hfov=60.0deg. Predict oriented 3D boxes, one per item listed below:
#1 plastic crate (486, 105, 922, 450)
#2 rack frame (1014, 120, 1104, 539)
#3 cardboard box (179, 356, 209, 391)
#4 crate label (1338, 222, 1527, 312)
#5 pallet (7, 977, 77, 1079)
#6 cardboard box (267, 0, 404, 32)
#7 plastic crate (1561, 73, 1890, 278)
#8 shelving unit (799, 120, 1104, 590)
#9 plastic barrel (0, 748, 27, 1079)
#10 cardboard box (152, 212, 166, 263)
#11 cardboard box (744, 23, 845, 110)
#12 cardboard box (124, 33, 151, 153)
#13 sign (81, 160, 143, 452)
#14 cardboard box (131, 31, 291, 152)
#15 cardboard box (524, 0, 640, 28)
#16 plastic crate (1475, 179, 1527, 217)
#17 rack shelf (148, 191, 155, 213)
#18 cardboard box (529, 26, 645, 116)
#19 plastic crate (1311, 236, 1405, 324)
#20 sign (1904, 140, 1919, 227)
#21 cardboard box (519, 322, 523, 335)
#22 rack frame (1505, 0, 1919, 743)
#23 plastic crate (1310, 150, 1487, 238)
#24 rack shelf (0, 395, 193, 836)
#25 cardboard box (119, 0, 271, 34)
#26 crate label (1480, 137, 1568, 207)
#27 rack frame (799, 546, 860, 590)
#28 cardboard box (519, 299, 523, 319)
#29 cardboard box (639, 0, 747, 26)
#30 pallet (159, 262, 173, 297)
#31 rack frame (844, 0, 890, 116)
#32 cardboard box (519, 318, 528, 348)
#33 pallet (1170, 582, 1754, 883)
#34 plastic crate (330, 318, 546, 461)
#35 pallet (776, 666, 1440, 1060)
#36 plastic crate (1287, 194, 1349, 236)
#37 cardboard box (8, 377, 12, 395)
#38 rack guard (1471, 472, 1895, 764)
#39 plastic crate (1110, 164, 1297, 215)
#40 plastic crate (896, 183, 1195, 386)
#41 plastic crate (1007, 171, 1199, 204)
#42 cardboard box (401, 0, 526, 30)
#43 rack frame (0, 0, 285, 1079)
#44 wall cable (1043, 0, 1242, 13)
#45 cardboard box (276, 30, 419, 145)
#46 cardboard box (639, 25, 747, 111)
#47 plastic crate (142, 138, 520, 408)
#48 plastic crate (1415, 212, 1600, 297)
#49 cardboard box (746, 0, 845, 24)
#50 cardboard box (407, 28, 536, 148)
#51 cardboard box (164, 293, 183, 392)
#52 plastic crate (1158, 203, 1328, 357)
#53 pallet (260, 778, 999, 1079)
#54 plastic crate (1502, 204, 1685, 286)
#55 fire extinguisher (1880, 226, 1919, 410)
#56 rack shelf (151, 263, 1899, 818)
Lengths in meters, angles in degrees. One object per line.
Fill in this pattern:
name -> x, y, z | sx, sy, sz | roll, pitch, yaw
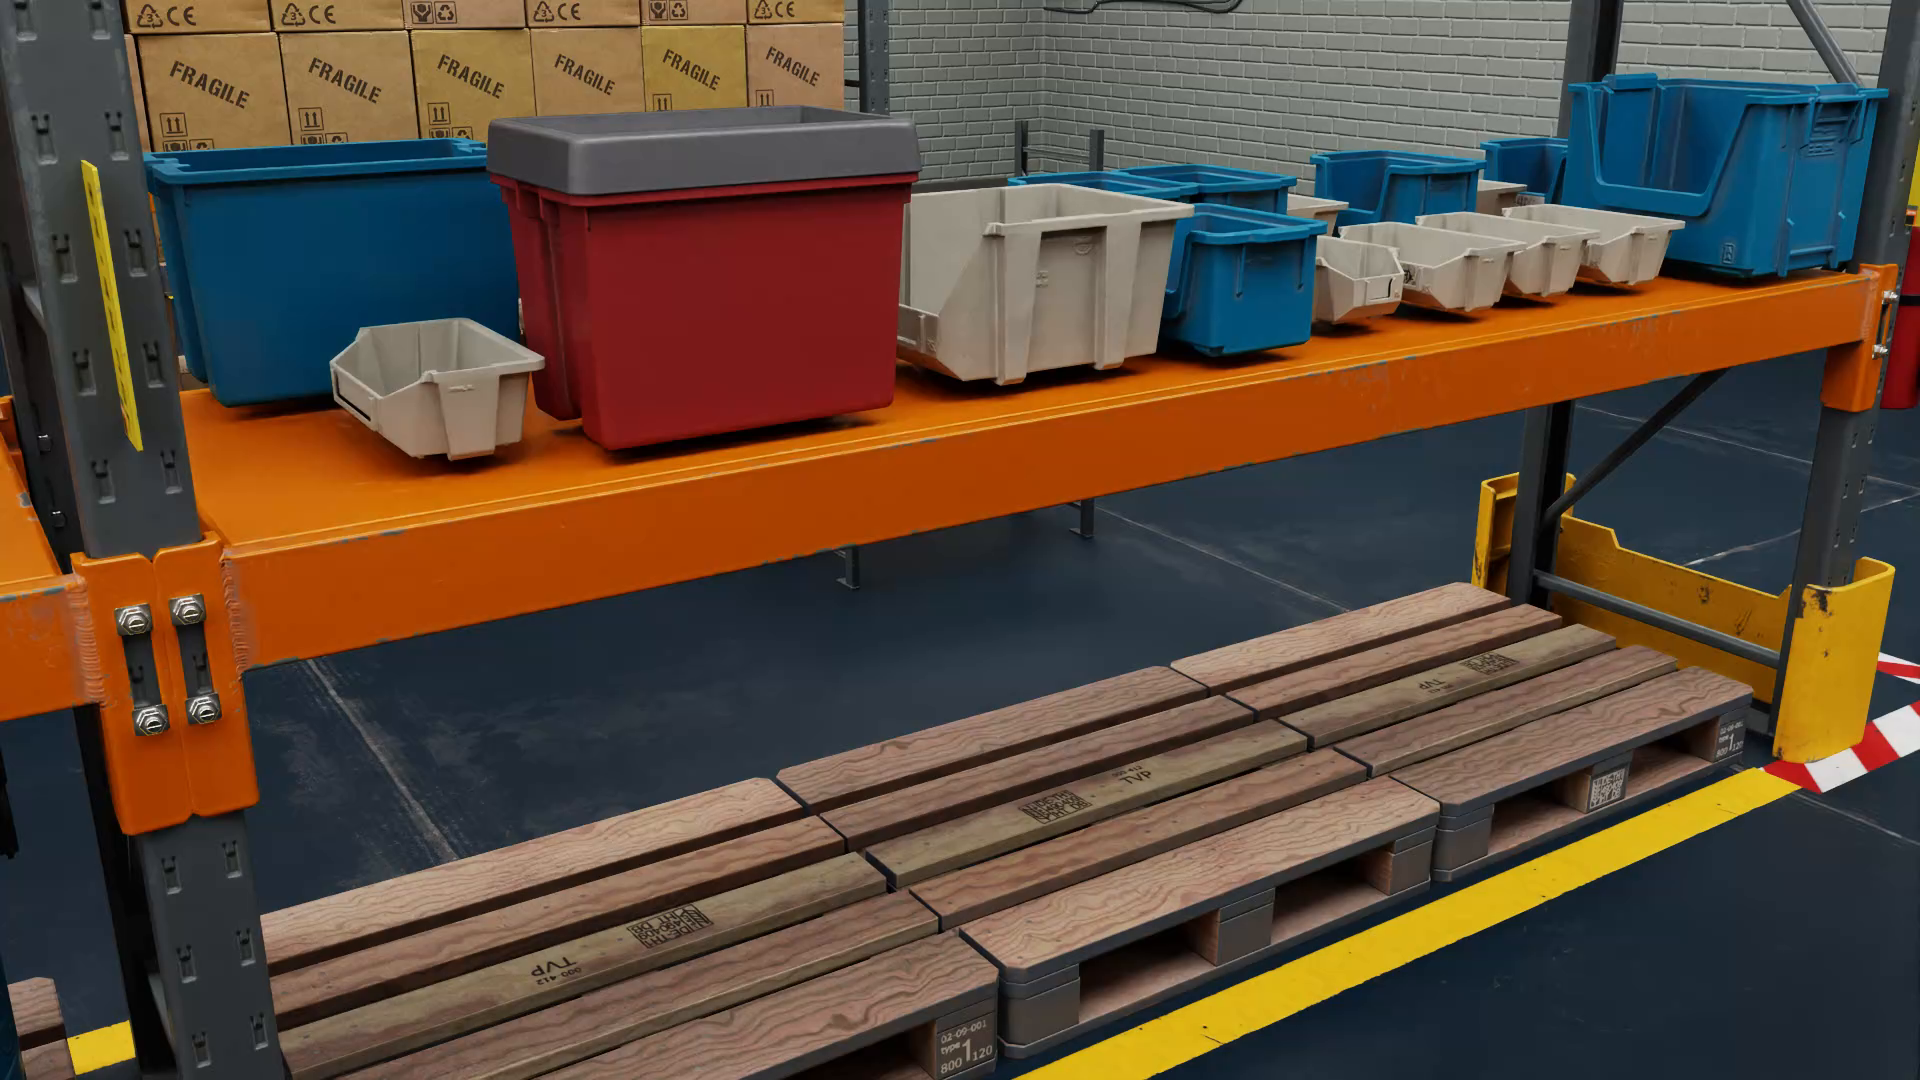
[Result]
plastic crate -> -0.400, -0.435, 2.654 | 0.583, 0.464, 0.402 | -12, 22, -31
rack frame -> 0.353, -0.785, 6.225 | 0.032, 1.500, 0.500 | -12, 22, -31
cardboard box -> -3.404, -0.728, 7.478 | 0.250, 0.149, 0.380 | -12, 22, -31
crate label -> 1.007, -0.599, 3.651 | 0.243, 0.136, 0.396 | -12, 22, -31
pallet -> -1.951, 1.160, 2.484 | 1.213, 0.211, 1.003 | -12, 22, -31
cardboard box -> -2.596, -2.322, 6.711 | 0.500, 0.500, 0.500 | -13, 22, -33
plastic crate -> 1.881, -0.927, 4.153 | 0.499, 0.435, 0.616 | -12, 22, -31
shelving unit -> -0.071, -0.695, 5.960 | 1.048, 1.500, 0.538 | -12, 22, -31
plastic barrel -> -1.747, 0.600, 2.406 | 0.708, 0.901, 0.600 | -12, 22, -31
cardboard box -> -5.630, -2.143, 11.146 | 0.500, 0.500, 0.700 | -12, 22, -32
cardboard box -> -0.888, -2.212, 7.947 | 0.500, 0.500, 0.500 | -11, 22, -30
cardboard box -> -3.429, -1.676, 6.362 | 0.500, 0.500, 0.500 | -11, 22, -30
sign -> -0.982, -0.270, 1.926 | 0.005, 0.325, 0.100 | -12, 22, -31
cardboard box -> -3.003, -1.767, 6.631 | 0.500, 0.500, 0.500 | -11, 22, -30
cardboard box -> -1.736, -2.503, 7.249 | 0.500, 0.500, 0.500 | -11, 22, -30
plastic crate -> 1.357, -0.904, 4.554 | 0.298, 0.136, 0.250 | -12, 22, -31
rack shelf -> -2.334, -1.623, 7.485 | 4.000, 0.370, 1.077 | -12, 22, -31
cardboard box -> -1.739, -2.033, 7.419 | 0.500, 0.500, 0.500 | -12, 22, -31
plastic crate -> 0.770, -0.542, 3.483 | 0.250, 0.136, 0.298 | -12, 22, -31
sign -> 2.374, -0.923, 4.038 | 0.005, 0.325, 0.100 | -12, 22, -31
cardboard box -> -2.438, -0.970, 7.640 | 0.637, 0.503, 0.797 | -12, 22, -31
rack frame -> 2.057, -0.990, 4.491 | 0.127, 3.000, 1.000 | -12, 22, -31
plastic crate -> 1.120, -0.868, 4.297 | 0.300, 0.233, 0.416 | -12, 22, -31
rack shelf -> -2.954, 0.407, 1.480 | 4.000, 0.370, 1.077 | -12, 22, -31
cardboard box -> -3.025, -2.231, 6.444 | 0.500, 0.500, 0.500 | -13, 22, -33
crate label -> 1.670, -0.984, 4.640 | 0.303, 0.233, 0.416 | -12, 22, -31
rack frame -> -0.496, -0.606, 5.695 | 0.032, 1.500, 0.500 | -12, 22, -31
cardboard box -> -2.109, -1.026, 8.202 | 0.500, 0.250, 0.500 | -12, 22, -31
cardboard box -> -1.306, -2.596, 7.522 | 0.500, 0.500, 0.500 | -11, 22, -30
pallet -> -5.034, -1.944, 11.666 | 1.213, 0.211, 1.003 | -12, 22, -31
rack frame -> -0.664, -2.316, 8.412 | 0.127, 3.000, 1.000 | -12, 22, -31
cardboard box -> -1.792, -0.901, 7.832 | 0.500, 0.250, 0.500 | -12, 22, -31
pallet -> 1.347, 0.465, 4.539 | 1.213, 0.211, 1.003 | -12, 22, -31
plastic crate -> -0.816, -0.233, 2.569 | 0.243, 0.136, 0.396 | -12, 22, -31
pallet -> 0.329, 0.679, 3.907 | 1.213, 0.211, 1.003 | -12, 22, -31
plastic crate -> 0.790, -0.785, 4.200 | 0.298, 0.136, 0.250 | -12, 22, -31
cardboard box -> -3.535, -0.562, 6.736 | 0.500, 0.311, 0.500 | -12, 22, -31
rack guard -> 2.070, 0.186, 4.914 | 0.348, 0.500, 1.175 | -12, 22, -31
plastic crate -> 0.571, -0.752, 3.954 | 0.300, 0.233, 0.416 | -12, 22, -31
plastic crate -> 0.093, -0.478, 3.066 | 0.530, 0.282, 0.437 | -12, 22, -31
plastic crate -> 0.320, -0.699, 3.798 | 0.300, 0.233, 0.416 | -12, 22, -31
cardboard box -> -2.165, -2.413, 6.981 | 0.500, 0.500, 0.500 | -11, 22, -30
rack frame -> -1.283, -0.286, 2.407 | 0.127, 3.000, 1.000 | -12, 22, -31
wall cable -> 1.529, -5.912, 14.530 | 0.112, 2.526, 3.097 | -12, 22, -31
cardboard box -> -2.584, -1.854, 6.890 | 0.500, 0.500, 0.500 | -12, 22, -32
cardboard box -> -1.319, -2.119, 7.674 | 0.500, 0.500, 0.500 | -12, 22, -31
plastic crate -> -1.081, -0.480, 2.913 | 0.575, 0.384, 0.392 | -12, 22, -31
plastic crate -> 1.226, -0.655, 3.816 | 0.243, 0.136, 0.396 | -12, 22, -31
cardboard box -> -0.884, -2.685, 7.786 | 0.500, 0.500, 0.500 | -12, 22, -32
cardboard box -> -2.160, -1.944, 7.156 | 0.500, 0.500, 0.500 | -12, 22, -32
cardboard box -> -3.685, -0.812, 7.179 | 0.500, 0.500, 0.500 | -12, 22, -31
plastic crate -> 0.483, -0.509, 3.235 | 0.300, 0.233, 0.416 | -12, 22, -31
pallet -> -0.690, 0.895, 3.267 | 1.213, 0.211, 1.003 | -12, 22, -31
plastic crate -> 1.476, -0.702, 3.955 | 0.243, 0.136, 0.396 | -12, 22, -31
fire extinguisher -> 2.433, -0.682, 4.282 | 0.183, 0.674, 0.296 | -12, 22, -31
rack shelf -> 0.387, -0.297, 3.564 | 4.000, 0.370, 1.077 | -12, 22, -31
